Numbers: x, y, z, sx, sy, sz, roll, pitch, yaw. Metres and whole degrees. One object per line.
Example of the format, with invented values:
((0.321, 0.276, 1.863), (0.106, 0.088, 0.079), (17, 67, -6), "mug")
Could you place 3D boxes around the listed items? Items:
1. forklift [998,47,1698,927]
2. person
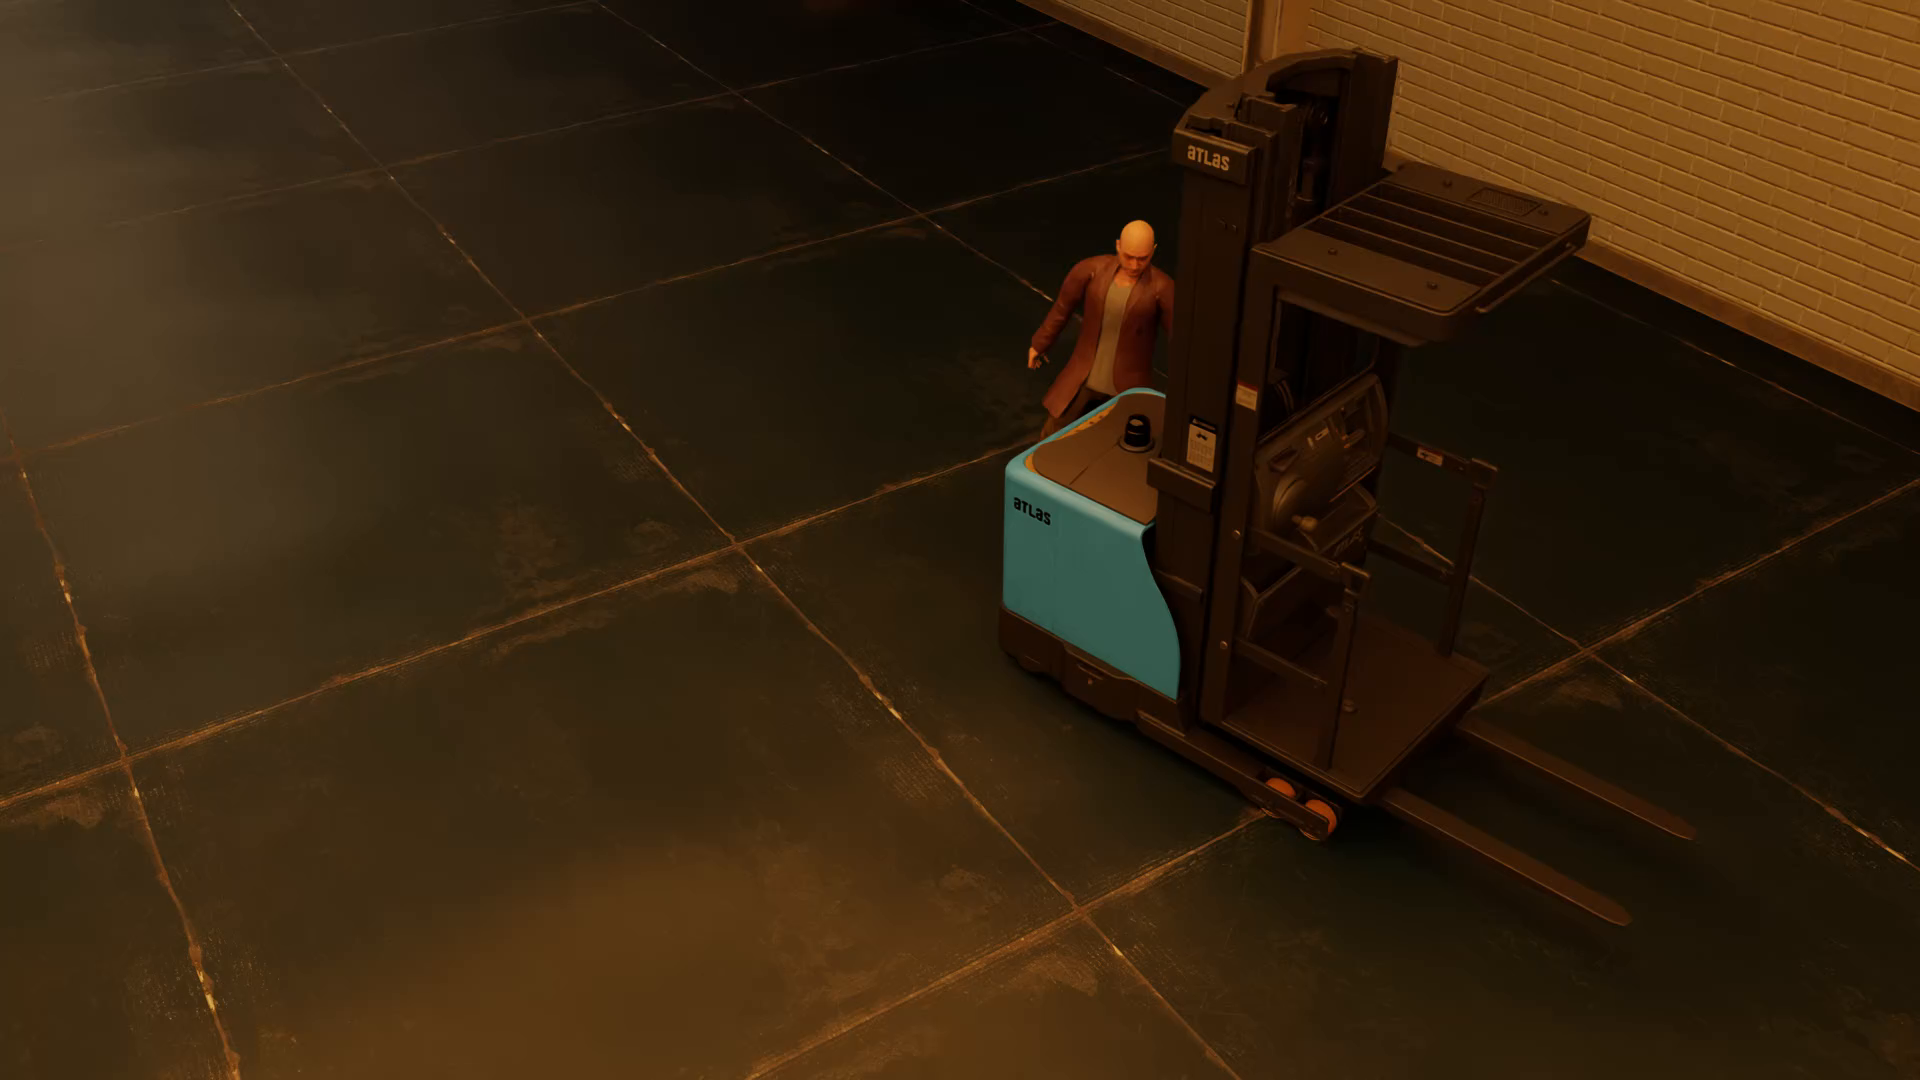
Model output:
((1.610, -0.293, 6.565), (3.031, 2.935, 1.130), (28, 44, 33), "forklift")
((0.759, -0.842, 8.451), (0.950, 1.681, 0.558), (15, 38, 21), "person")
